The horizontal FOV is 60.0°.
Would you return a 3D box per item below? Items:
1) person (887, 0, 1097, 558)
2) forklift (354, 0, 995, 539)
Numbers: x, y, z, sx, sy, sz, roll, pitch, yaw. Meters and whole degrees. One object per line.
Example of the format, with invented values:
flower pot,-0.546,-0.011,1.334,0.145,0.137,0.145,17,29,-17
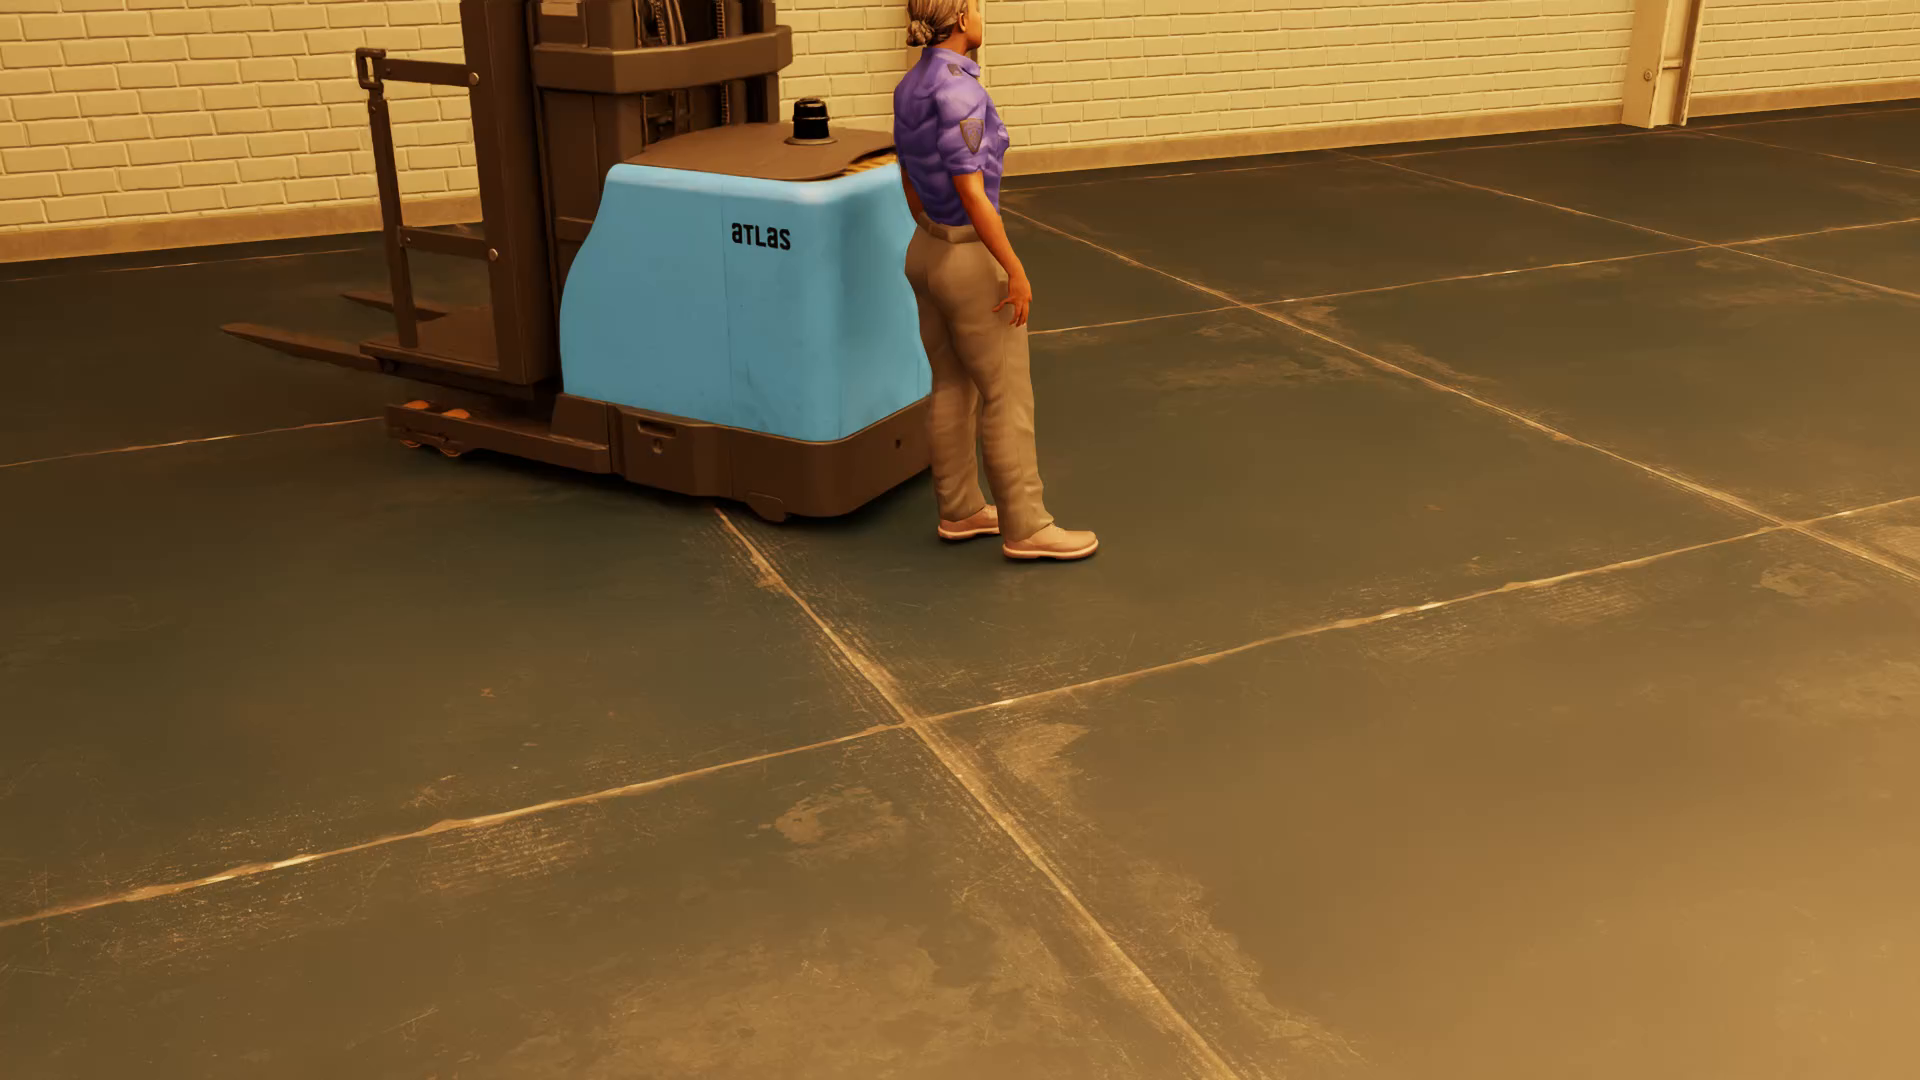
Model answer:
person,0.072,-0.775,4.815,0.634,1.659,0.405,21,30,41
forklift,-1.255,-1.831,5.693,1.130,2.935,3.031,-20,30,-40
